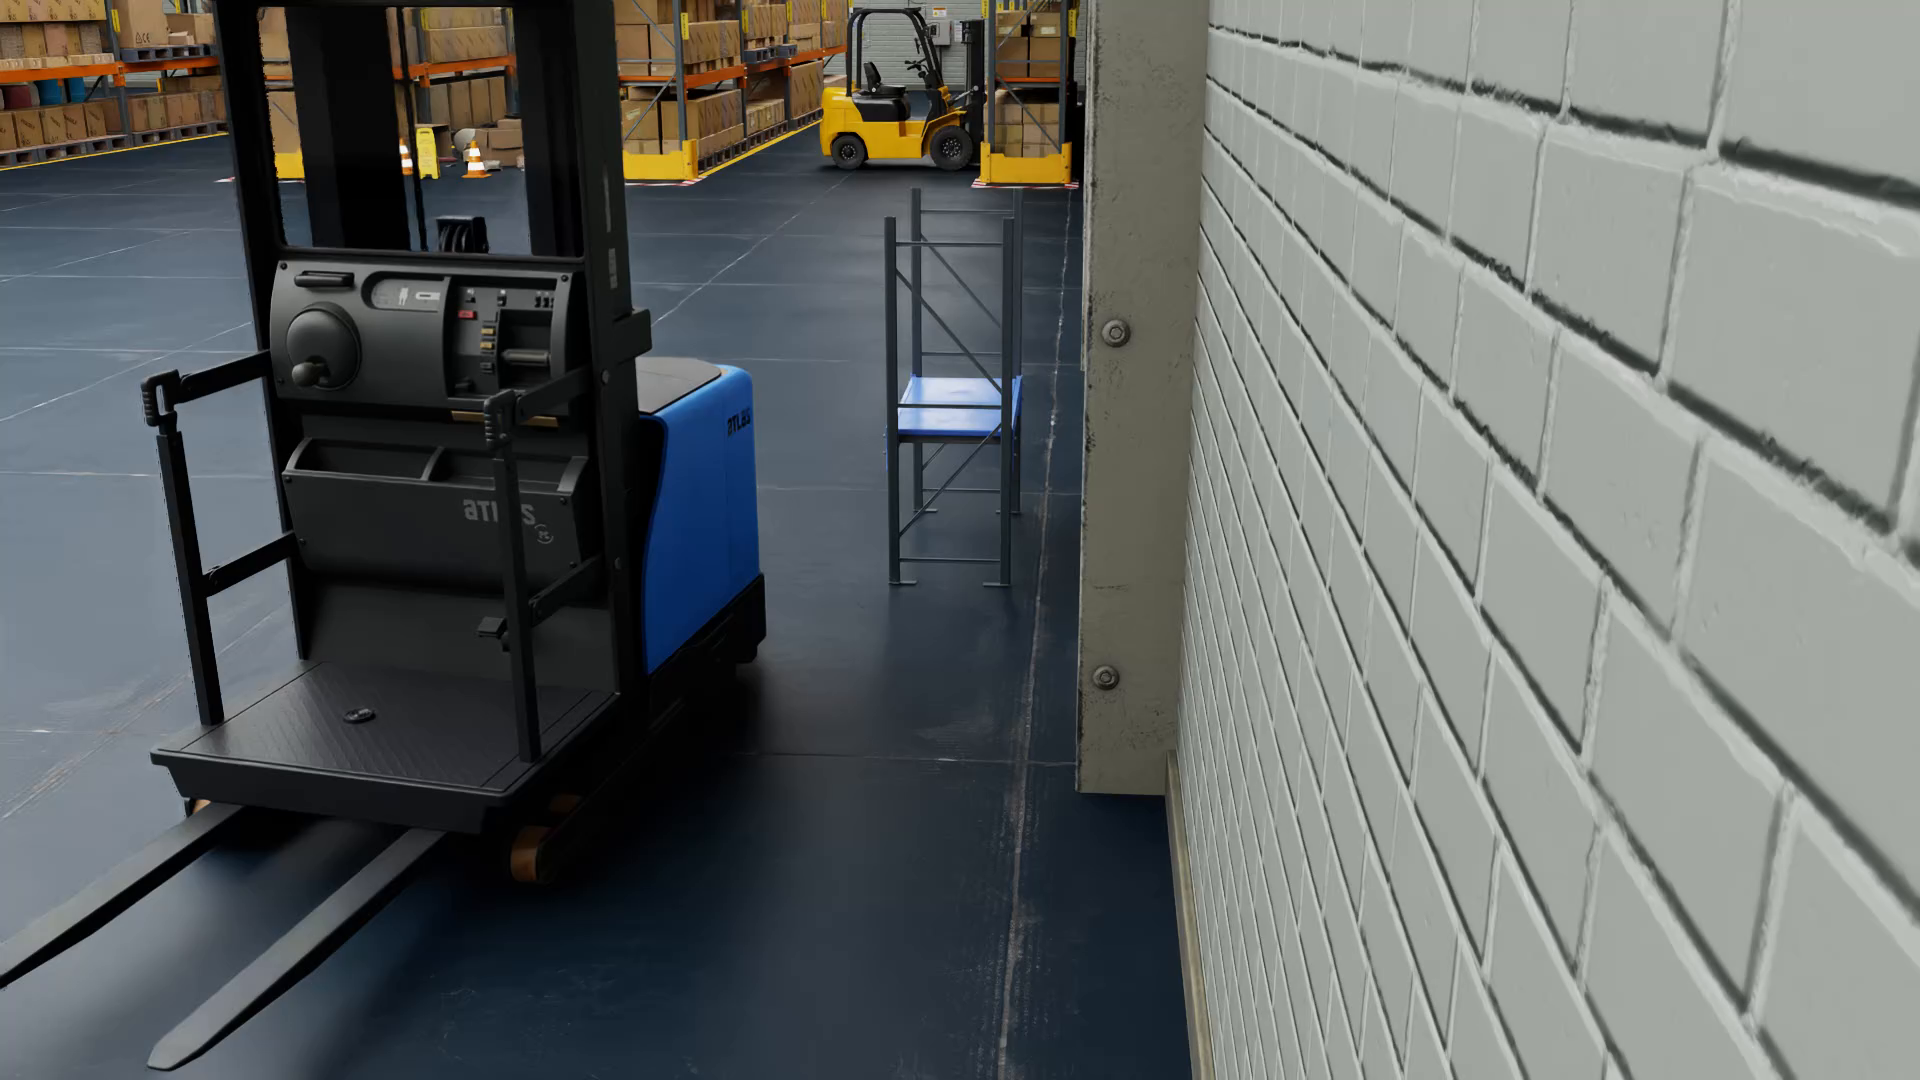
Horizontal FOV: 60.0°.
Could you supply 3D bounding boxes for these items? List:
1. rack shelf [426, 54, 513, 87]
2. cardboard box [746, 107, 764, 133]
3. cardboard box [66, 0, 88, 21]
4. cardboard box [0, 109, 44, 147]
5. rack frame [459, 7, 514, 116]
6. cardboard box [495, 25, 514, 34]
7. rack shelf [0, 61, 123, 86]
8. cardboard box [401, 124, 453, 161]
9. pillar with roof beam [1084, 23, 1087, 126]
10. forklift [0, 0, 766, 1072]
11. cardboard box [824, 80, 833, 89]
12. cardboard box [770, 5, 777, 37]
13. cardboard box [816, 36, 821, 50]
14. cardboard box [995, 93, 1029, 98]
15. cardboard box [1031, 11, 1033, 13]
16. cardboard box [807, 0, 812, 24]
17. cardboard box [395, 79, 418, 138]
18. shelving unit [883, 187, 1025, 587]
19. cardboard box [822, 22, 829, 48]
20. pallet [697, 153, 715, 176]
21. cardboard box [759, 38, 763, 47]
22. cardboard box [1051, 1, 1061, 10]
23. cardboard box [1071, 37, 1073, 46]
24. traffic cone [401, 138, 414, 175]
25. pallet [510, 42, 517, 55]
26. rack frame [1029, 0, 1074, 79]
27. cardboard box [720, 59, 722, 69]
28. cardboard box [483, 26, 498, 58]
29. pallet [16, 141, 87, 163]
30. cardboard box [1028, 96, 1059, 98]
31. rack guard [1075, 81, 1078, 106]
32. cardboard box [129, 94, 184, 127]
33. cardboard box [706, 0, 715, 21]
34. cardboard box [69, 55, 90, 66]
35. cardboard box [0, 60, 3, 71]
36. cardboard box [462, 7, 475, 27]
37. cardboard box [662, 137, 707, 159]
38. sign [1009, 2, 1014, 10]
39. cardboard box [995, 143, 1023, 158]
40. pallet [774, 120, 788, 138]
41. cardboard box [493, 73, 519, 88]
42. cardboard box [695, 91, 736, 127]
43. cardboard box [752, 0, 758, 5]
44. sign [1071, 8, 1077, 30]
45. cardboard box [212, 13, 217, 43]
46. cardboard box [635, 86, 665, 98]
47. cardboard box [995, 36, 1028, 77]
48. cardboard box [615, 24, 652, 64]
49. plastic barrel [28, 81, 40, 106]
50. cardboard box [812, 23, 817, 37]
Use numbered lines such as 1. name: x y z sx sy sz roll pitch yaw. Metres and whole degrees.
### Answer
1. rack shelf: -8.603 -7.819 27.623 1.077 0.370 4.000 1 18 4
2. cardboard box: -3.719 -6.798 26.897 0.950 0.372 0.625 2 18 7
3. cardboard box: -13.479 -8.044 24.912 0.500 0.500 0.500 1 18 4
4. cardboard box: -13.840 -6.025 24.333 0.500 0.500 0.500 3 18 9
5. rack frame: -8.460 -8.782 29.407 1.000 3.000 0.127 1 18 4
6. cardboard box: -8.225 -9.149 29.778 0.380 0.149 0.250 2 18 6
7. rack shelf: -13.830 -6.719 24.265 1.077 0.370 4.000 1 18 4
8. cardboard box: -7.835 -5.848 24.463 0.500 0.500 0.500 4 19 13
9. pillar with roof beam: -2.053 -11.115 26.893 9.100 9.000 0.400 1 18 4
10. forklift: -1.570 -0.580 4.486 1.130 2.935 3.031 4 19 13
11. cardboard box: -3.077 -9.120 33.878 0.875 0.438 0.875 1 18 3
12. cardboard box: -3.332 -8.626 27.619 0.500 0.500 0.500 0 18 0
13. cardboard box: -3.009 -9.729 32.538 0.500 0.250 0.500 1 18 3
14. cardboard box: 0.730 -6.262 23.853 0.500 0.250 0.500 2 18 6
15. cardboard box: 0.817 -7.276 23.130 0.380 0.149 0.250 1 18 4
16. cardboard box: -3.096 -10.005 31.375 0.500 0.500 0.500 2 18 6
17. cardboard box: -8.862 -6.536 25.289 0.875 0.875 0.875 2 18 5
18. shelving unit: -0.006 -0.686 7.109 0.538 1.500 1.048 1 18 4
19. cardboard box: -2.934 -10.132 33.368 0.500 0.500 0.500 2 18 6
20. pallet: -3.990 -5.168 22.856 1.003 0.211 1.213 1 18 4
21. cardboard box: -3.397 -8.028 26.835 0.380 0.149 0.250 1 18 4
22. cardboard box: 2.095 -10.718 33.876 0.500 0.500 0.500 1 18 2
23. cardboard box: 1.535 -7.984 26.410 0.500 0.250 0.500 1 18 3
24. traffic cone: -7.579 -5.225 22.626 0.336 0.463 0.334 1 18 4
25. pallet: -8.515 -8.914 30.119 1.213 0.211 1.003 1 18 4
26. rack frame: 2.009 -11.078 36.413 1.000 3.000 0.127 1 18 4
27. cardboard box: -3.639 -6.840 23.884 0.380 0.149 0.250 1 18 3
28. cardboard box: -8.262 -8.529 28.473 0.500 0.500 0.500 1 18 4
29. pallet: -13.784 -5.767 24.685 1.003 0.211 1.213 1 18 4
30. cardboard box: 1.208 -6.091 23.330 0.500 0.250 0.500 1 18 3
31. rack guard: 2.004 -9.866 36.731 1.175 0.500 0.348 1 18 4
32. cardboard box: -13.529 -7.215 27.931 0.700 0.500 0.500 0 18 -1
33. cardboard box: -4.050 -7.993 24.754 0.700 0.500 0.500 1 18 3
34. cardboard box: -13.421 -7.255 25.151 0.380 0.149 0.250 1 18 4
35. cardboard box: -13.648 -6.636 23.261 0.380 0.149 0.250 1 18 4
36. cardboard box: -8.572 -8.849 27.845 0.700 0.500 0.500 1 18 3
37. cardboard box: -3.755 -5.355 22.691 0.500 0.250 0.500 1 18 3
38. sign: 0.894 -9.115 28.691 0.100 0.325 0.005 1 18 4
39. cardboard box: 0.581 -5.154 22.077 0.500 0.250 0.500 1 18 4
40. pallet: -3.573 -7.135 28.859 1.003 0.211 1.213 1 18 4
41. cardboard box: -8.169 -8.359 30.251 0.500 0.250 0.500 0 18 1
42. cardboard box: -3.612 -6.362 24.559 0.500 0.500 0.500 2 18 5
43. cardboard box: -3.441 -8.635 26.604 0.380 0.149 0.250 2 18 7
44. sign: 1.703 -7.788 24.856 0.100 0.325 0.005 1 18 4
45. cardboard box: -13.399 -9.002 29.245 0.500 0.500 0.500 -1 18 -3
46. cardboard box: -4.311 -6.224 23.095 0.380 0.149 0.250 2 18 5
47. cardboard box: 0.636 -6.315 21.717 0.500 0.500 0.500 1 18 3
48. cardboard box: -4.325 -6.582 22.054 0.500 0.500 0.500 1 18 3
49. plastic barrel: -18.290 -8.732 32.576 0.421 0.512 0.421 0 18 0
50. cardboard box: -3.046 -9.814 31.993 0.500 0.250 0.500 2 18 5
